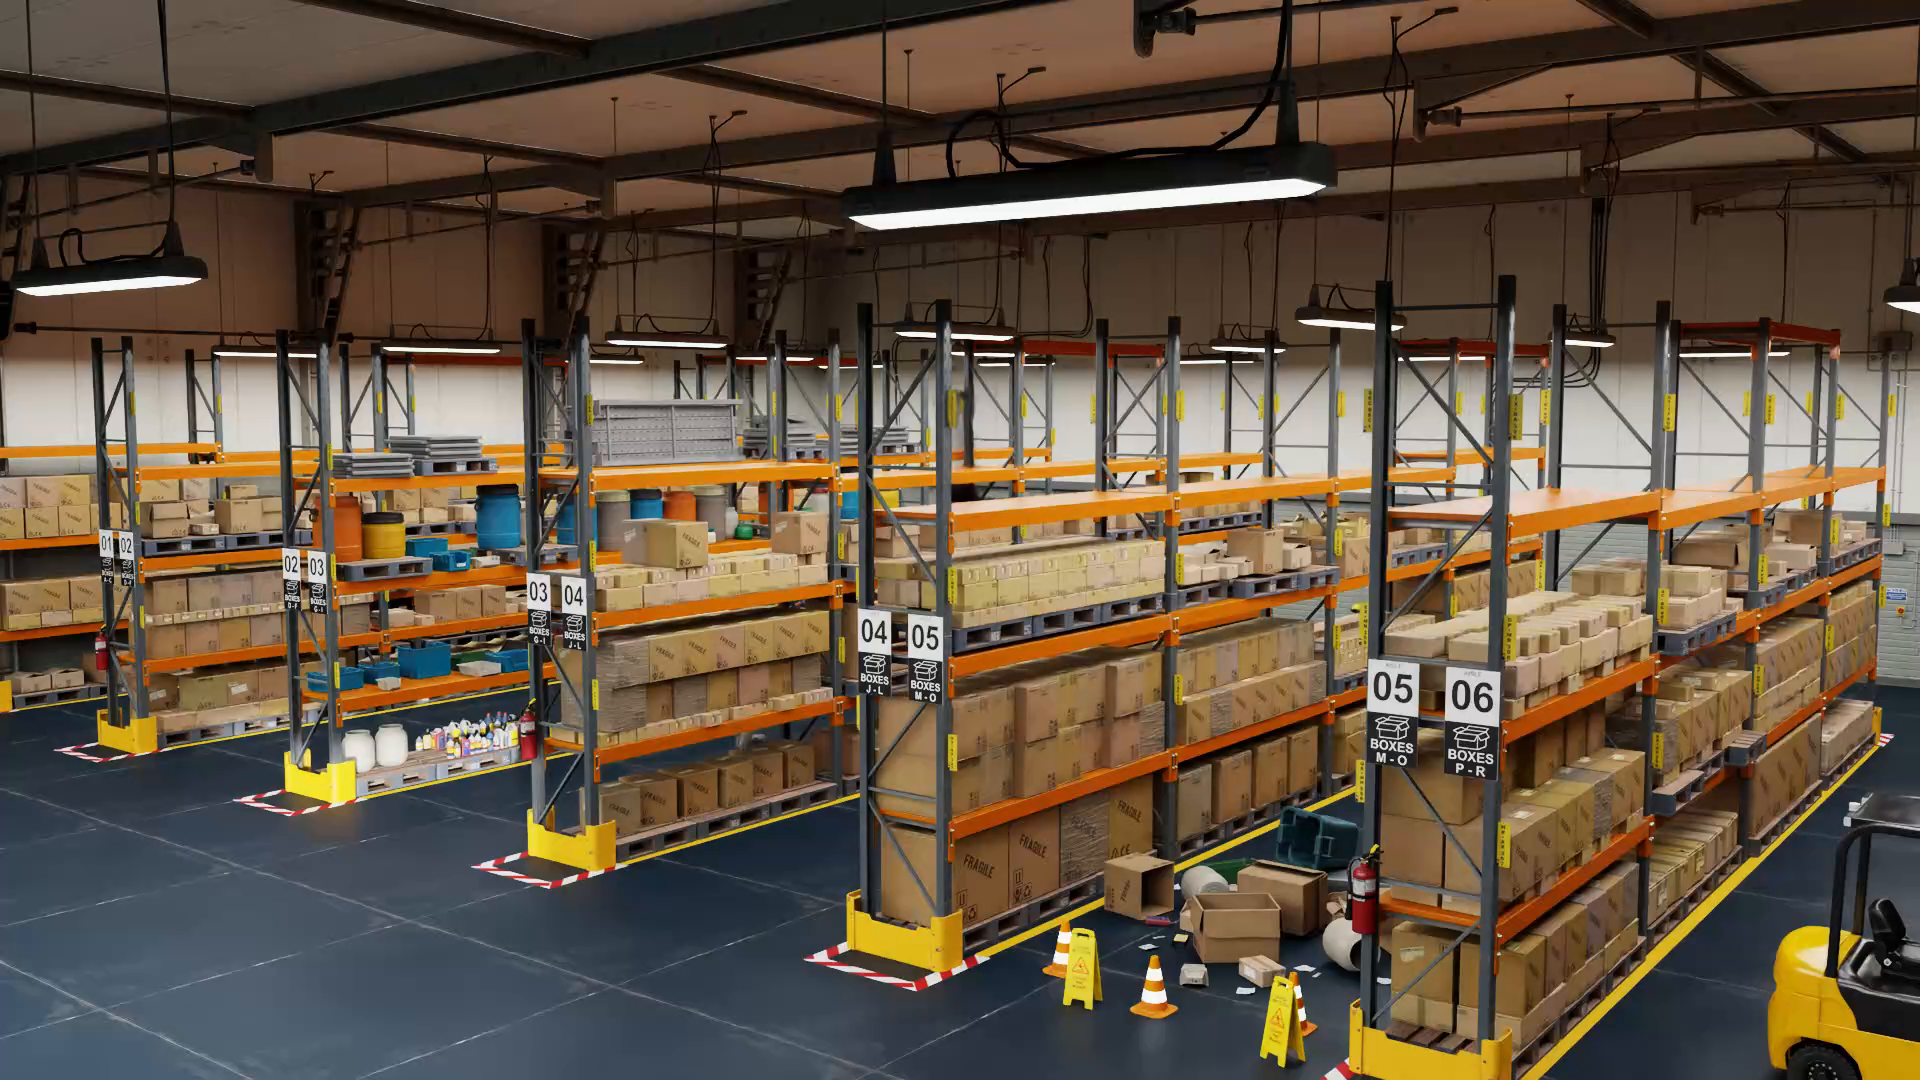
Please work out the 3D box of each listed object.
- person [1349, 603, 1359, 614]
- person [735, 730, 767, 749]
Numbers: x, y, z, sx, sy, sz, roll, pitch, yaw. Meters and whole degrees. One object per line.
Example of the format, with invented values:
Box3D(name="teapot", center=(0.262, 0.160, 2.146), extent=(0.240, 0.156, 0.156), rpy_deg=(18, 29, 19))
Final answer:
Box3D(name="person", center=(6.534, 1.907, 27.433), extent=(0.677, 1.728, 0.606), rpy_deg=(5, 7, 45))
Box3D(name="person", center=(-2.875, 2.395, 22.693), extent=(0.616, 1.655, 0.665), rpy_deg=(3, 6, 33))
